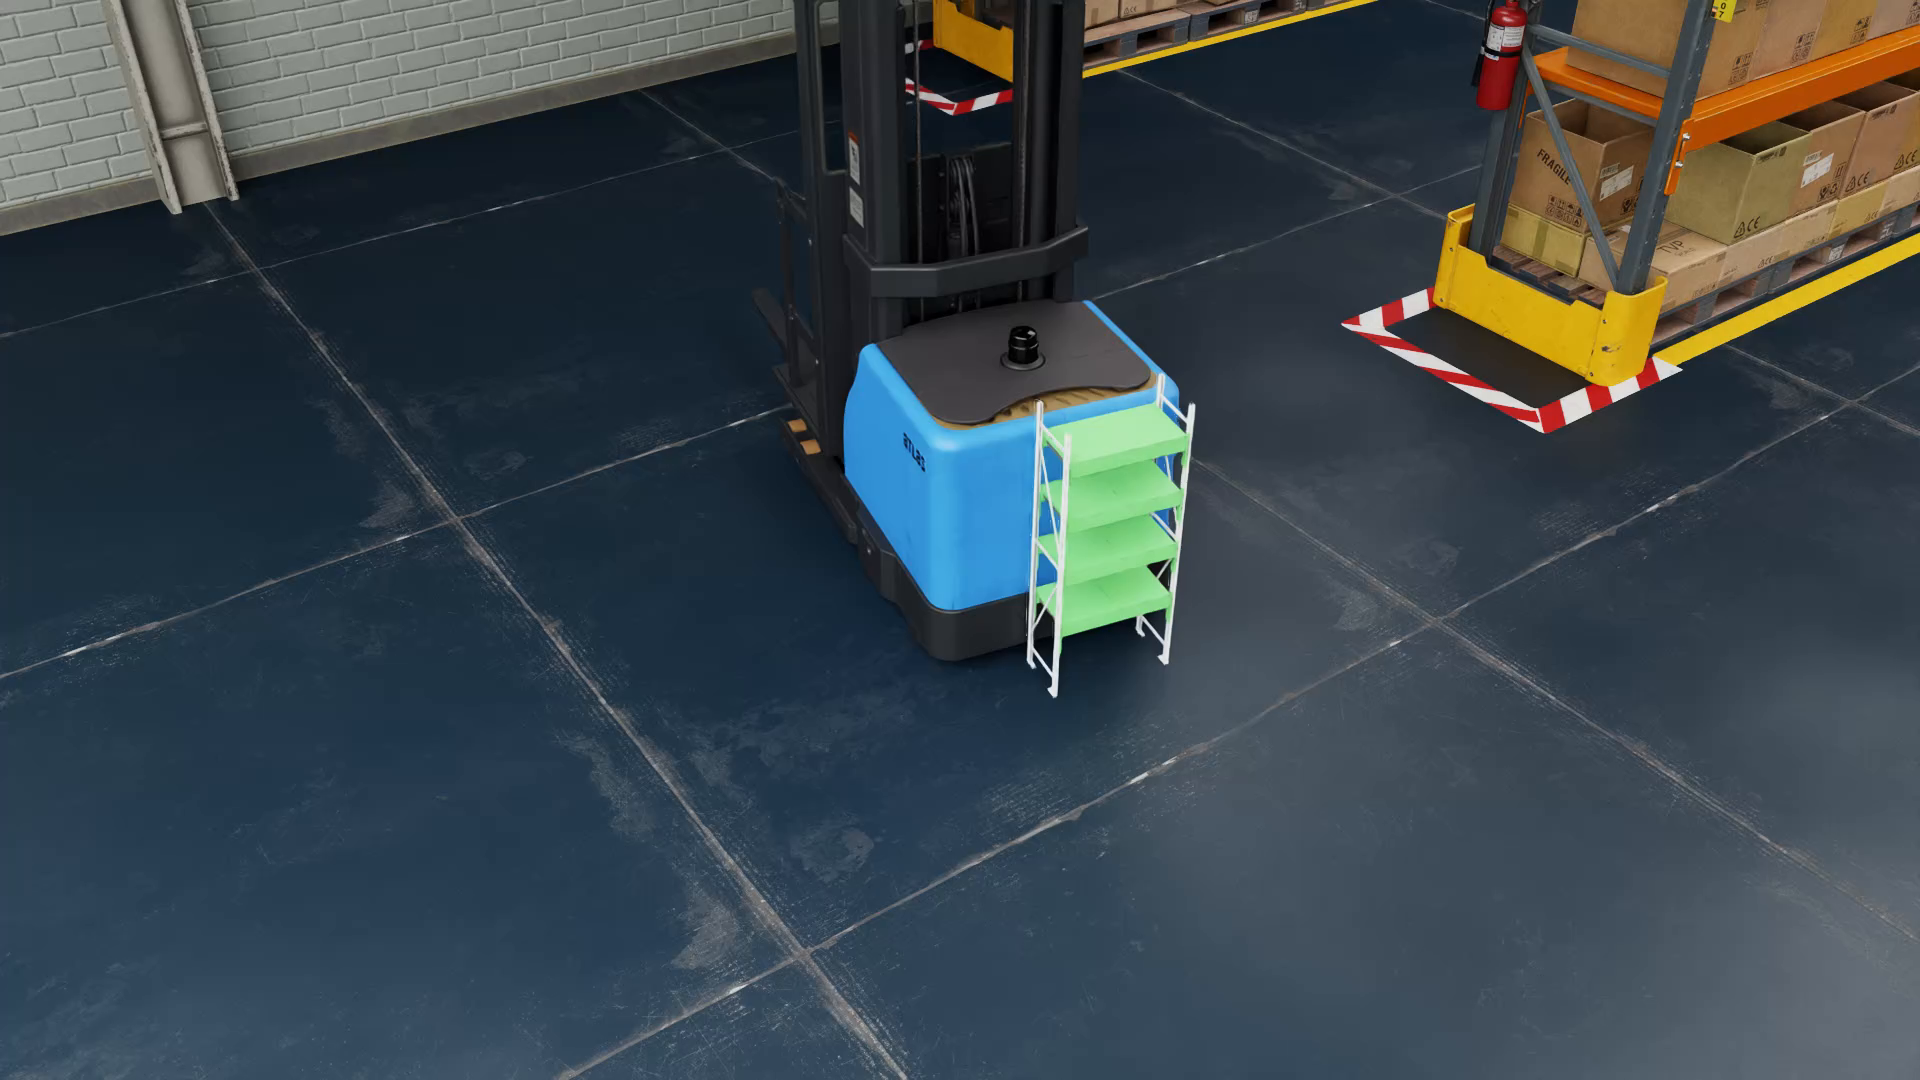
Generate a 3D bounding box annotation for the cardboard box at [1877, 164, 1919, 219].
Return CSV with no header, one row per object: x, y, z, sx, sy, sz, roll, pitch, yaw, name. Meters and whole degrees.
5.247,-2.115,9.617,0.500,0.250,0.500,-22,41,-28,cardboard box

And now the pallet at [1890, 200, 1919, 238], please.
5.641,-2.280,10.240,1.213,0.211,1.003,-22,41,-28,pallet

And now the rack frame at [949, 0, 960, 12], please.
0.189,-4.677,11.185,0.127,3.000,1.000,-22,41,-28,rack frame

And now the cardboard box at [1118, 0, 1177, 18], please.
1.272,-4.146,12.372,0.500,0.311,0.500,-19,40,-24,cardboard box

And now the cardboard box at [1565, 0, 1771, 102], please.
3.434,-2.506,8.080,0.500,0.500,0.700,-22,41,-28,cardboard box

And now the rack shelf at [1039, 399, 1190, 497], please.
0.550,-0.332,5.968,0.480,0.148,0.258,-14,39,-19,rack shelf

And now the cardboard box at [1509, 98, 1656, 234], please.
3.312,-1.996,8.809,0.500,0.500,0.500,-22,41,-28,cardboard box

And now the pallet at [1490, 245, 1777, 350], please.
3.646,-1.460,9.099,1.213,0.211,1.003,-22,41,-28,pallet

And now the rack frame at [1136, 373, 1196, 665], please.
0.771,-0.056,6.296,0.015,1.200,0.240,-14,39,-19,rack frame

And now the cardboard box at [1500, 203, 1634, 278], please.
3.314,-1.690,9.026,0.500,0.250,0.500,-22,41,-28,cardboard box

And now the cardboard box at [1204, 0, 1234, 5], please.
1.901,-4.446,12.626,0.500,0.500,0.700,-25,43,-31,cardboard box

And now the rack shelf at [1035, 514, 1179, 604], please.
0.547,0.053,6.254,0.480,0.148,0.258,-14,39,-19,rack shelf

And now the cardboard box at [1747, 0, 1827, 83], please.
3.861,-2.685,8.329,0.500,0.500,0.700,-21,41,-27,cardboard box

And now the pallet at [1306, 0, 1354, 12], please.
2.930,-4.648,13.532,1.213,0.211,1.003,-22,41,-28,pallet

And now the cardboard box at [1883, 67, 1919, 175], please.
5.240,-2.426,9.407,0.500,0.500,0.500,-22,41,-28,cardboard box

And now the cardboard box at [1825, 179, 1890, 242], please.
4.839,-1.947,9.383,0.500,0.250,0.500,-22,41,-28,cardboard box

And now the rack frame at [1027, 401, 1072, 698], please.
0.324,0.059,6.137,0.015,1.200,0.240,-14,39,-19,rack frame

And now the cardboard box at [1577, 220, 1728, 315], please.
3.612,-1.443,8.682,0.500,0.250,0.500,-22,41,-28,cardboard box

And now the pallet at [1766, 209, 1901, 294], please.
4.643,-1.868,9.666,1.213,0.211,1.003,-22,41,-28,pallet

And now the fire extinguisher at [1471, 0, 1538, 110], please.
2.681,-2.465,8.175,0.183,0.674,0.296,-22,41,-28,fire extinguisher

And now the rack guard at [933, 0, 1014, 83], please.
0.251,-3.688,11.950,0.348,0.500,1.175,-22,41,-28,rack guard

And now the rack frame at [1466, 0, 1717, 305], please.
3.045,-2.314,7.899,0.127,3.000,1.000,-22,41,-28,rack frame

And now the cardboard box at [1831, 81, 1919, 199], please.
4.840,-2.251,9.163,0.500,0.500,0.500,-22,41,-28,cardboard box

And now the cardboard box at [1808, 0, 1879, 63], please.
4.270,-2.849,8.557,0.500,0.500,0.700,-22,41,-28,cardboard box

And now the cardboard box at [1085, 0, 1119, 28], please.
0.806,-3.954,12.105,0.500,0.311,0.500,-28,44,-33,cardboard box

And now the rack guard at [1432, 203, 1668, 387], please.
3.026,-1.292,8.618,0.348,0.500,1.175,-22,41,-28,rack guard

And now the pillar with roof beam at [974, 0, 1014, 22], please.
2.743,-5.707,7.478,0.400,9.000,9.100,-22,41,-28,pillar with roof beam

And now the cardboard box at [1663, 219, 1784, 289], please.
4.019,-1.613,8.919,0.500,0.250,0.500,-22,41,-28,cardboard box

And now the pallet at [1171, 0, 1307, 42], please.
1.932,-4.235,12.958,1.213,0.211,1.003,-22,41,-28,pallet

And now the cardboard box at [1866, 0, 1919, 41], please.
4.698,-3.028,8.806,0.500,0.500,0.700,-21,41,-27,cardboard box

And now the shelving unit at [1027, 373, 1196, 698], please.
0.547,0.002,6.216,0.503,1.200,0.258,-14,39,-19,shelving unit

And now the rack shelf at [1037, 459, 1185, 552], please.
0.548,-0.140,6.111,0.480,0.148,0.258,-14,39,-19,rack shelf

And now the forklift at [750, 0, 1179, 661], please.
-0.196,-1.574,6.928,1.130,2.935,3.031,-14,38,-18,forklift

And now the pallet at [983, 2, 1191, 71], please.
0.935,-3.827,12.391,1.213,0.211,1.003,-22,41,-28,pallet

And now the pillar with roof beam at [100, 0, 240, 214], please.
-2.162,-3.688,4.671,0.400,9.000,9.100,-22,41,-28,pillar with roof beam

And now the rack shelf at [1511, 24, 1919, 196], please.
4.680,-2.695,9.044,4.000,0.370,1.077,-22,41,-28,rack shelf

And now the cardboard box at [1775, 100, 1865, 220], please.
4.421,-2.091,8.941,0.500,0.500,0.500,-22,41,-28,cardboard box

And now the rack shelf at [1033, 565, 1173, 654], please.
0.545,0.245,6.397,0.480,0.148,0.258,-14,39,-19,rack shelf

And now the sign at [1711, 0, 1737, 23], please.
3.360,-2.431,7.252,0.005,0.325,0.100,-22,41,-28,sign

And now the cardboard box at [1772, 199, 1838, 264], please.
4.427,-1.781,9.152,0.500,0.250,0.500,-22,41,-28,cardboard box

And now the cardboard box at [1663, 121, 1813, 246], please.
4.020,-1.916,8.699,0.500,0.500,0.500,-22,41,-28,cardboard box
